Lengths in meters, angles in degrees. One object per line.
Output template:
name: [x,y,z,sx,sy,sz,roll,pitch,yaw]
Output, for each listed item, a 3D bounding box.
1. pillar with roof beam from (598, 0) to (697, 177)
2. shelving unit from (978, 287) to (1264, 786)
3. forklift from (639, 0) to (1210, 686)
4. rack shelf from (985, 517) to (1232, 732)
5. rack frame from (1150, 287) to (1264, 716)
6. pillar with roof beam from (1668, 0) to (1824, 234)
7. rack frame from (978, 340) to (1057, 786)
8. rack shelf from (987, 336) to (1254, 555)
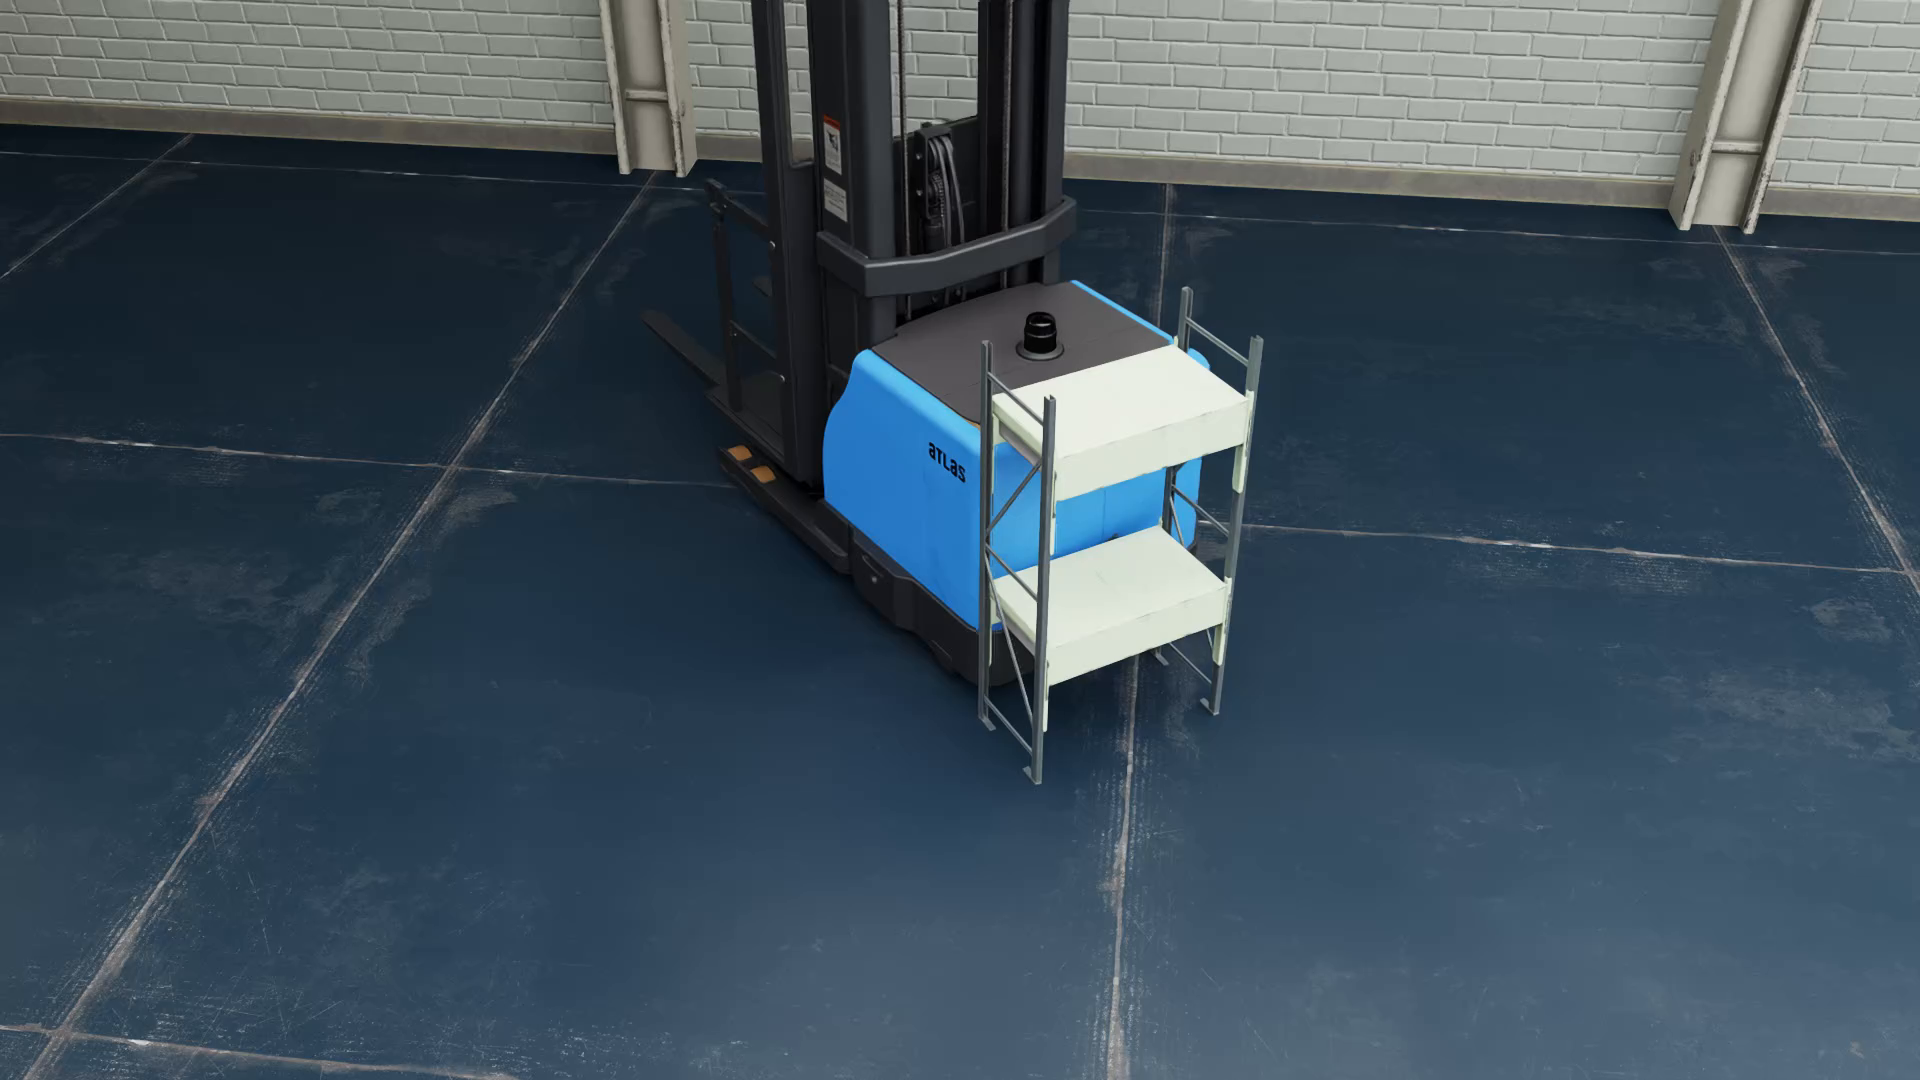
pillar with roof beam: [-2.332,-3.407,3.777,0.400,9.000,9.100,4,36,6]
shelving unit: [0.490,0.009,5.446,0.755,1.500,0.431,-18,39,-23]
forklift: [-0.370,-1.483,6.305,1.130,2.935,3.031,-22,41,-28]
rack shelf: [0.490,0.275,5.635,0.720,0.370,0.431,-18,39,-23]
rack frame: [0.810,-0.093,5.589,0.023,1.500,0.400,-18,39,-23]
pillar with roof beam: [3.620,-2.963,3.155,0.400,9.000,9.100,4,36,6]
rack frame: [0.169,0.112,5.302,0.023,1.500,0.400,-18,39,-23]
rack shelf: [0.490,-0.308,5.219,0.720,0.370,0.431,-18,39,-23]
